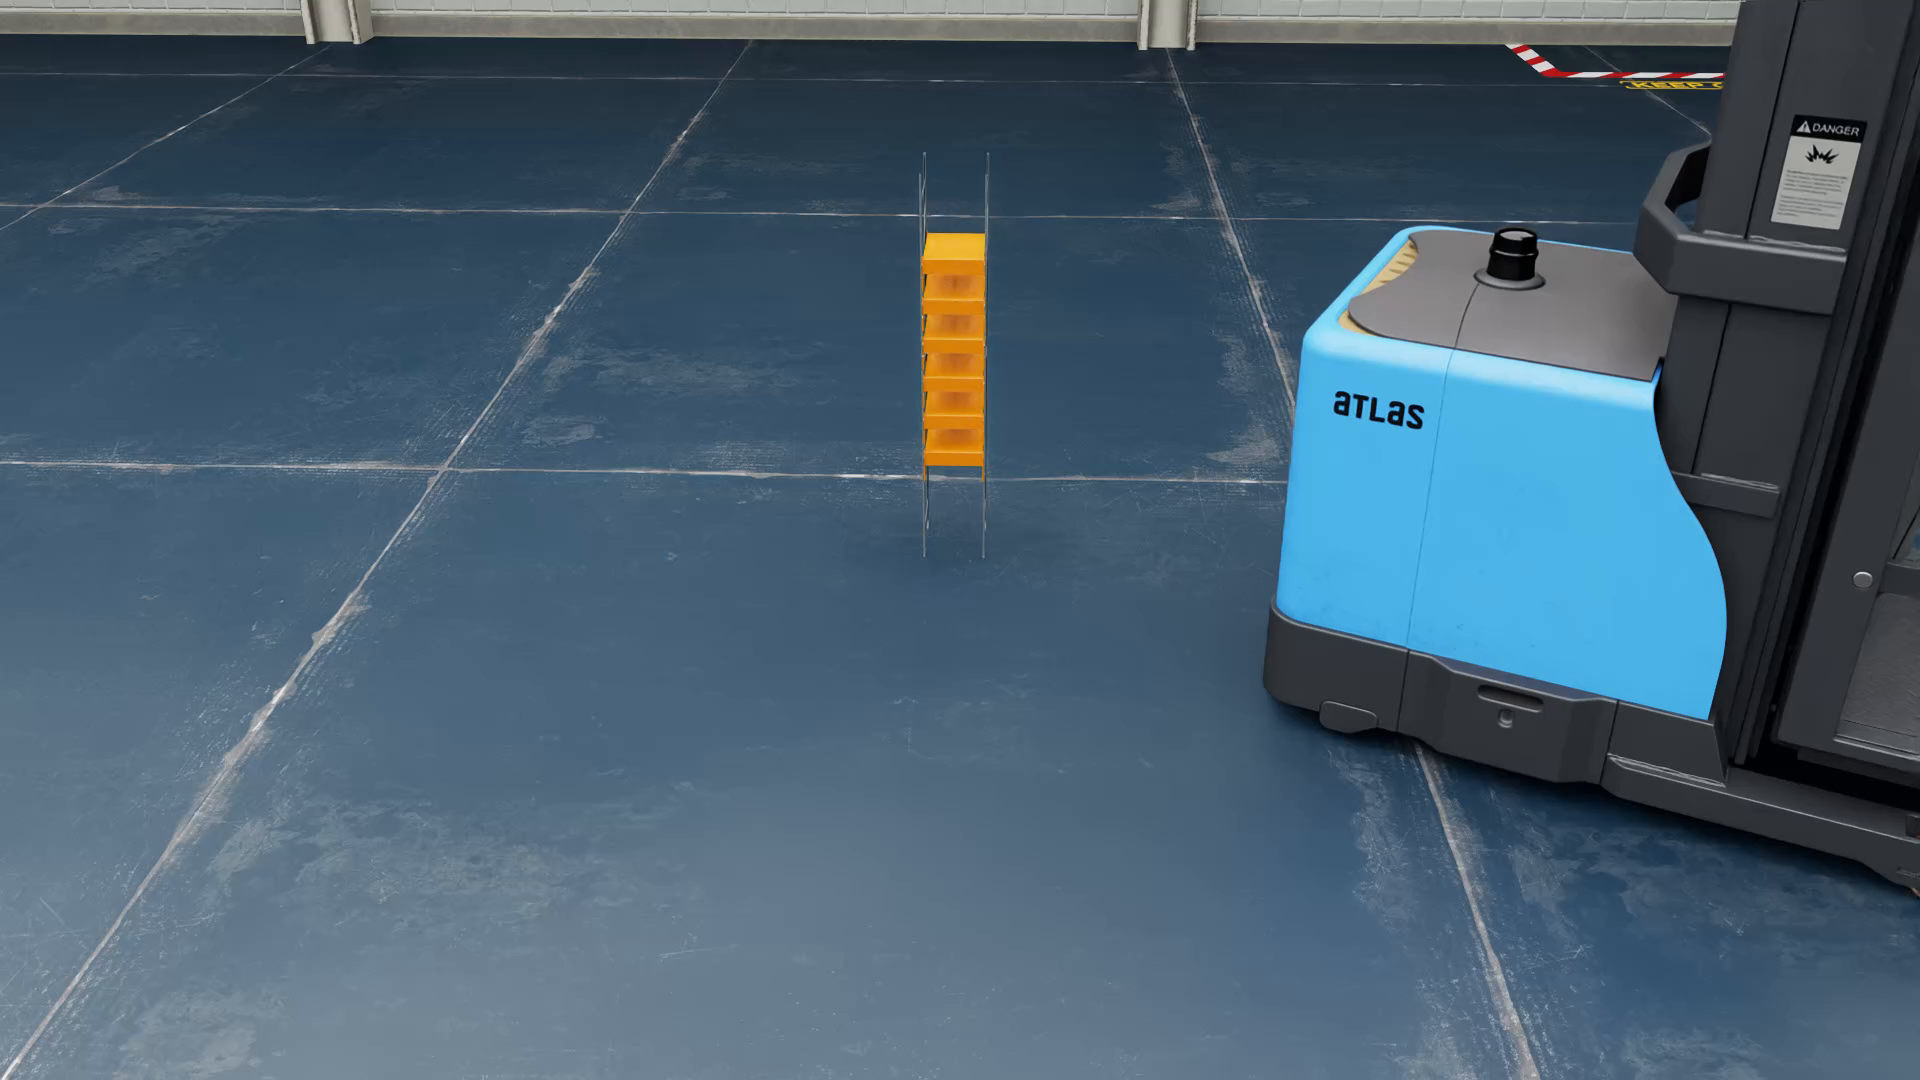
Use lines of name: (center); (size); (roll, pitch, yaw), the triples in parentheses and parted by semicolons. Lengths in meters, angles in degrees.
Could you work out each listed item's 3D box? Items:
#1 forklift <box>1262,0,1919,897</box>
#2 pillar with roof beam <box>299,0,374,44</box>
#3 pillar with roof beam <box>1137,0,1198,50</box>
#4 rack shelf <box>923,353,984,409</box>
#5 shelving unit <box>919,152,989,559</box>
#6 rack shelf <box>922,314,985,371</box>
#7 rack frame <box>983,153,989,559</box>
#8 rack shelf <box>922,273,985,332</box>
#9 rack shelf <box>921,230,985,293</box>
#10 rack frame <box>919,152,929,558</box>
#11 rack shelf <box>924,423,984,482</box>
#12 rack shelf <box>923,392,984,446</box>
forklift: (2.347, -0.722, 3.482); (3.031, 2.935, 1.130); (14, 31, 24)
pillar with roof beam: (-4.671, -5.616, 6.237); (0.400, 9.000, 9.100); (1, 28, 2)
pillar with roof beam: (1.326, -5.517, 6.050); (0.400, 9.000, 9.100); (1, 28, 2)
rack shelf: (-0.014, -0.491, 4.990); (0.180, 0.103, 0.258); (1, 28, 2)
shelving unit: (-0.014, -0.530, 4.969); (0.189, 1.200, 0.258); (1, 28, 2)
rack shelf: (-0.014, -0.597, 4.934); (0.180, 0.103, 0.258); (1, 28, 2)
rack frame: (0.077, -0.529, 4.967); (0.006, 1.200, 0.240); (1, 28, 2)
rack shelf: (-0.014, -0.703, 4.878); (0.180, 0.103, 0.258); (1, 28, 2)
rack shelf: (-0.014, -0.809, 4.822); (0.180, 0.103, 0.258); (1, 28, 2)
rack frame: (-0.106, -0.532, 4.972); (0.006, 1.200, 0.240); (1, 28, 2)
rack shelf: (-0.014, -0.279, 5.103); (0.180, 0.103, 0.258); (1, 28, 2)
rack shelf: (-0.014, -0.385, 5.046); (0.180, 0.103, 0.258); (1, 28, 2)
